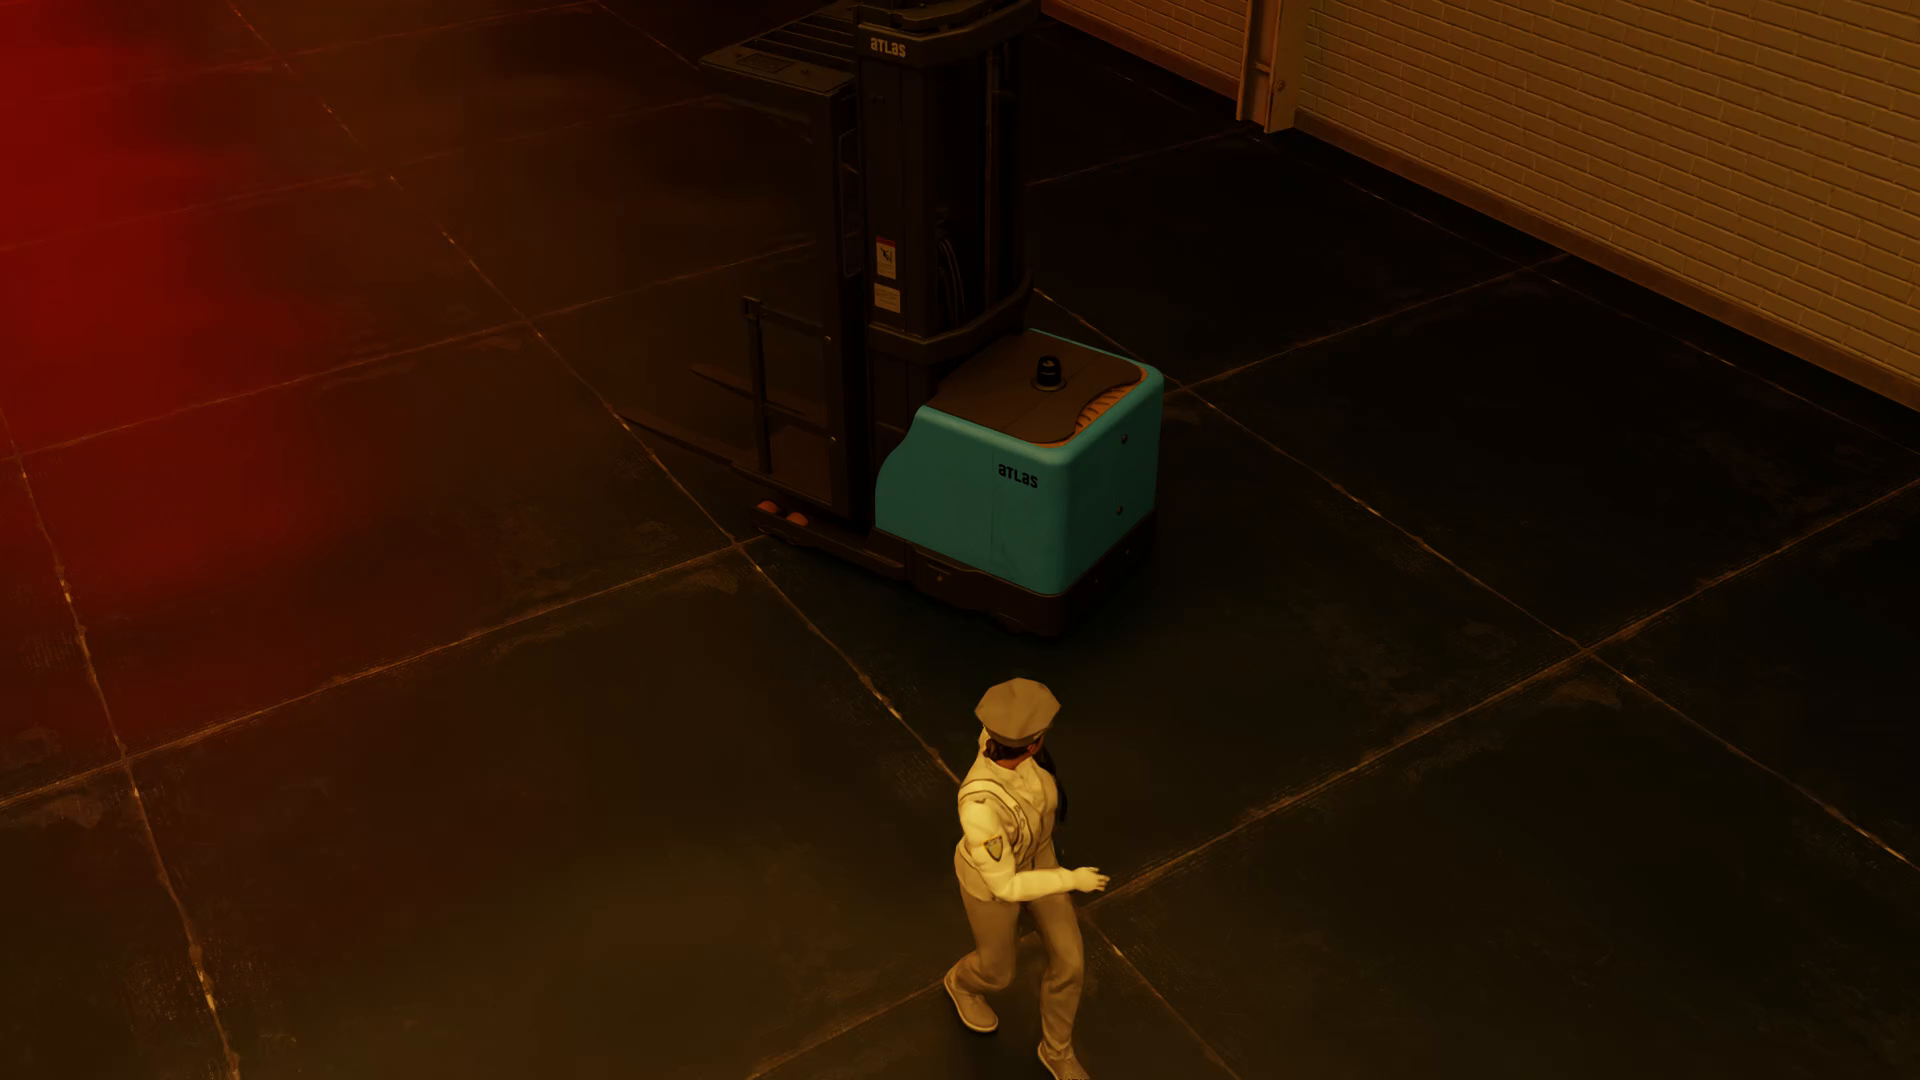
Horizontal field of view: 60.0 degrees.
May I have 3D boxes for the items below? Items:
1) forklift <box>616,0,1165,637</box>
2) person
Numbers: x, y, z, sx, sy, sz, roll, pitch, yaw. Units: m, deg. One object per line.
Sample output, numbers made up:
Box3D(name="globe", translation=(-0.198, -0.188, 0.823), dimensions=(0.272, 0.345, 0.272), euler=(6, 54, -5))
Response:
Box3D(name="forklift", translation=(-0.500, -1.399, 8.138), dimensions=(3.031, 2.935, 1.130), euler=(22, 41, 28))
Box3D(name="person", translation=(0.186, 1.169, 5.684), dimensions=(0.527, 1.644, 0.849), euler=(-30, 45, -35))
